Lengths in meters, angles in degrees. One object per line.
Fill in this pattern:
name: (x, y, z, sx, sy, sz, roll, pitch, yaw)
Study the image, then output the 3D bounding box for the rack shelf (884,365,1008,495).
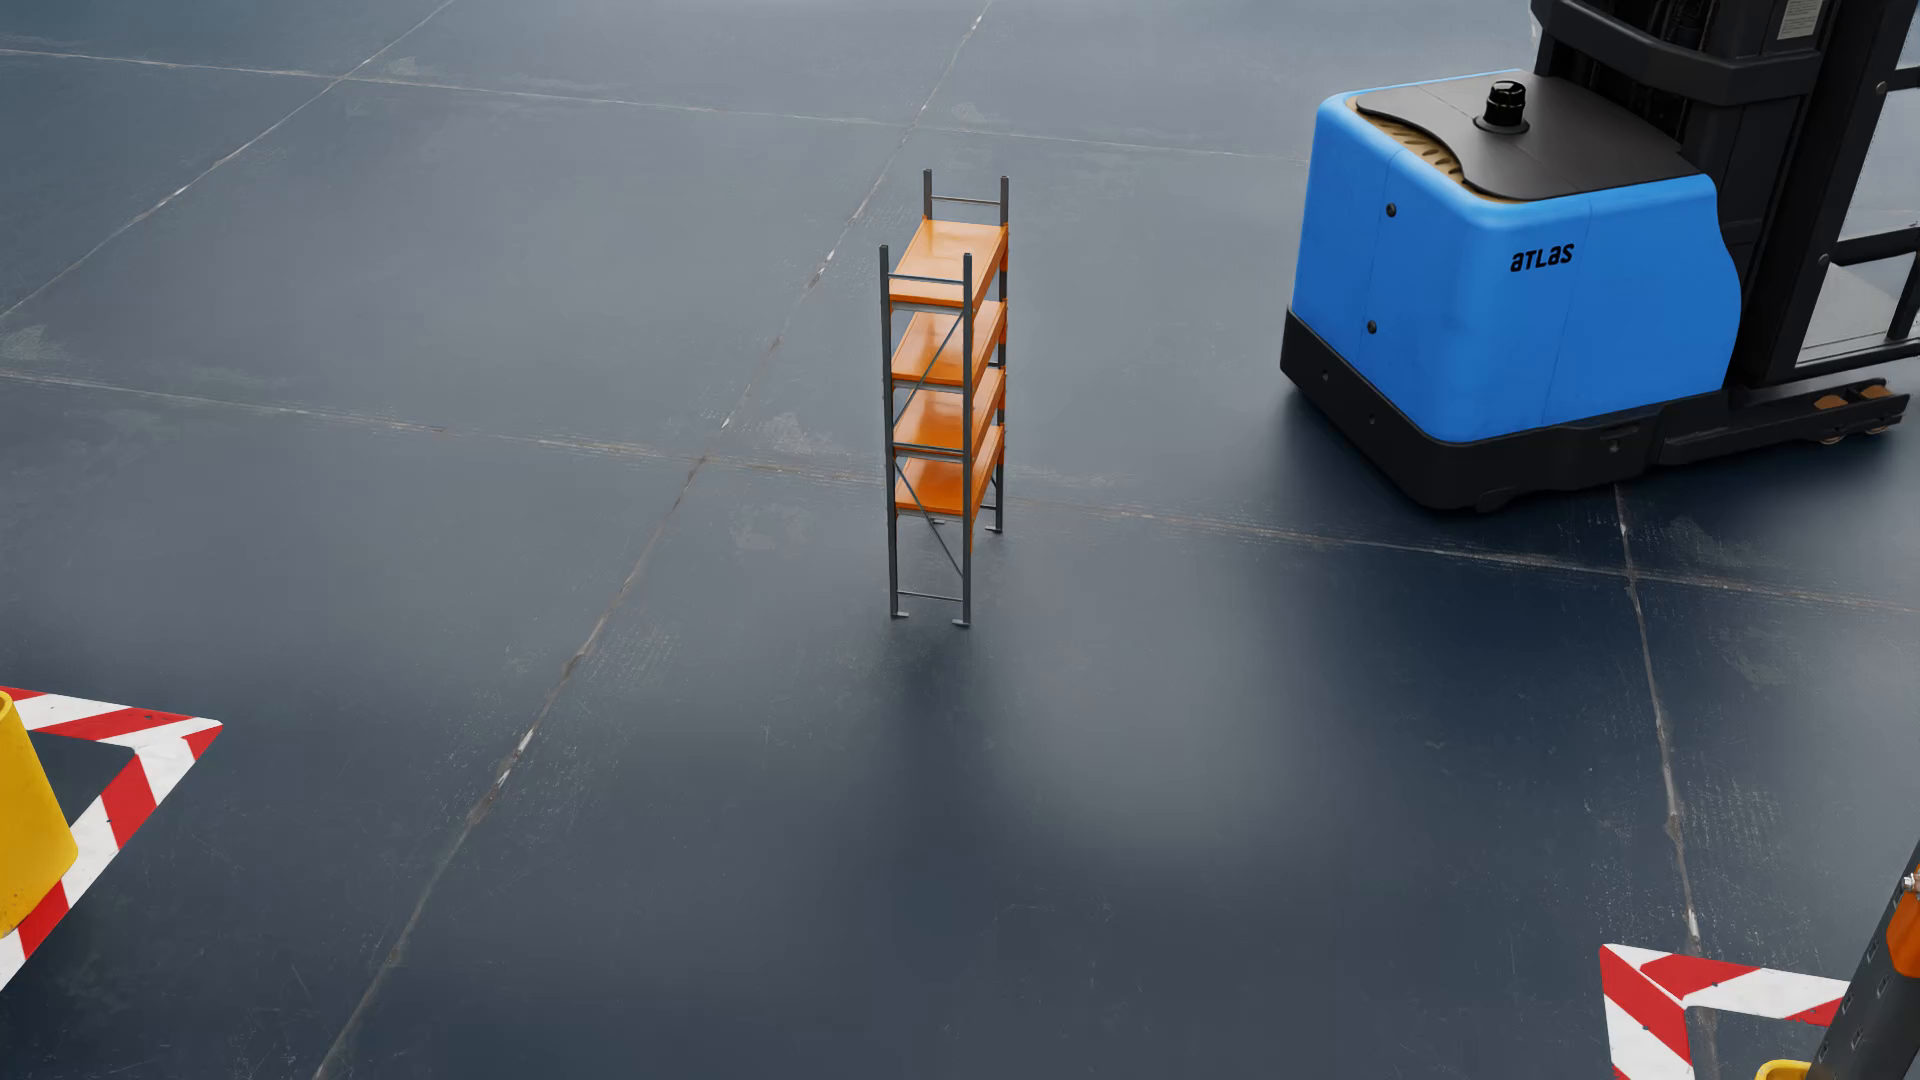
rack shelf: (-0.035, -0.336, 4.806, 0.258, 0.148, 0.480, 7, 37, 10)

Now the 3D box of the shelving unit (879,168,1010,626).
shelving unit: (-0.035, -0.391, 4.767, 0.258, 1.200, 0.503, 7, 37, 10)

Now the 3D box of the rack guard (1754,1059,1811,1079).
rack guard: (2.001, 1.327, 2.993, 1.175, 0.500, 0.348, 7, 37, 10)

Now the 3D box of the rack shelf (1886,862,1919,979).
rack shelf: (1.590, 1.709, 0.949, 1.077, 0.370, 4.000, 7, 37, 10)

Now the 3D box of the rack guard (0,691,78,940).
rack guard: (-2.801, 0.590, 4.010, 1.175, 0.500, 0.348, 7, 37, 10)

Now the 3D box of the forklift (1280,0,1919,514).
forklift: (2.724, -1.794, 5.228, 3.031, 2.935, 1.130, -12, 38, -16)

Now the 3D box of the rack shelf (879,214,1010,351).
rack shelf: (-0.035, -0.709, 4.536, 0.258, 0.148, 0.480, 7, 37, 10)

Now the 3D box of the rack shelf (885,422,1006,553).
rack shelf: (-0.035, -0.176, 4.923, 0.258, 0.148, 0.480, 7, 37, 10)

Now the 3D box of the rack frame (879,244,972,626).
rack frame: (-0.087, -0.251, 4.574, 0.240, 1.200, 0.015, 7, 37, 10)

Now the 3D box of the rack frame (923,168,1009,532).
rack frame: (0.017, -0.531, 4.960, 0.240, 1.200, 0.015, 7, 37, 10)

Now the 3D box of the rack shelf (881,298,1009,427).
rack shelf: (-0.035, -0.518, 4.675, 0.258, 0.148, 0.480, 7, 37, 10)
